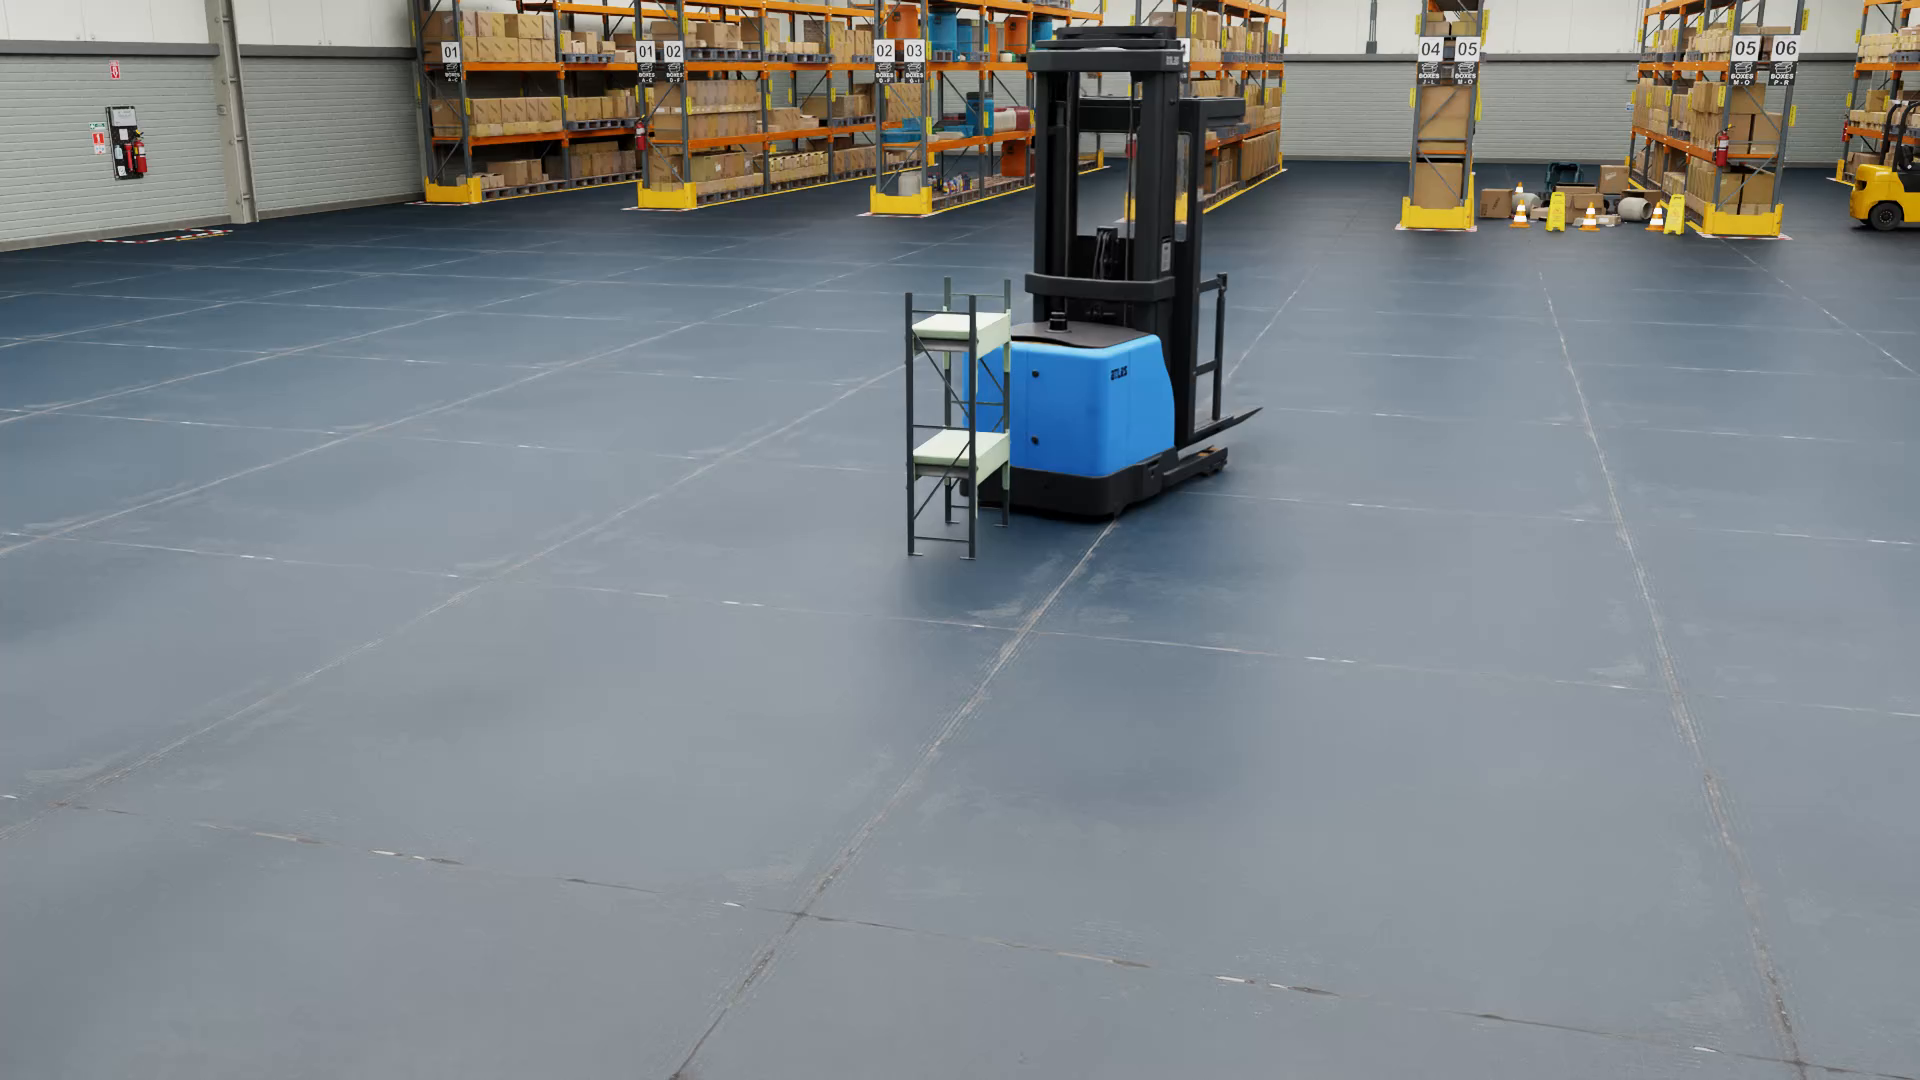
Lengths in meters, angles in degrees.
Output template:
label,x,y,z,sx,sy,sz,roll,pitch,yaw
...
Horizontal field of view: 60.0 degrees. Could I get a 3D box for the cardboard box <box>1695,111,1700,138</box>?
label,x,y,z,sx,sy,sz,roll,pitch,yaw
cardboard box,13.761,-7.600,30.400,0.500,0.500,0.500,5,16,16

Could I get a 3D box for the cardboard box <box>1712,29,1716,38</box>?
label,x,y,z,sx,sy,sz,roll,pitch,yaw
cardboard box,13.620,-9.010,29.602,0.380,0.149,0.250,4,16,14

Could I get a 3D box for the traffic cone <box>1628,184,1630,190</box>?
label,x,y,z,sx,sy,sz,roll,pitch,yaw
traffic cone,13.284,-6.848,33.126,0.336,0.463,0.334,5,16,16

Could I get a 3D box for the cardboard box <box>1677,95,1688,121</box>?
label,x,y,z,sx,sy,sz,roll,pitch,yaw
cardboard box,14.775,-8.699,33.505,0.500,0.500,0.500,5,17,17

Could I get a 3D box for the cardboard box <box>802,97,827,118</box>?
label,x,y,z,sx,sy,sz,roll,pitch,yaw
cardboard box,-3.517,-10.644,40.905,0.700,0.500,0.500,-1,16,-3

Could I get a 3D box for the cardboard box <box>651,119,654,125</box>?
label,x,y,z,sx,sy,sz,roll,pitch,yaw
cardboard box,-7.942,-10.625,42.217,0.380,0.149,0.250,5,17,17

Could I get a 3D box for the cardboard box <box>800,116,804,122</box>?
label,x,y,z,sx,sy,sz,roll,pitch,yaw
cardboard box,-4.027,-9.958,39.604,0.500,0.311,0.500,4,16,15

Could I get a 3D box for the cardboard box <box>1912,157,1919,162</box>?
label,x,y,z,sx,sy,sz,roll,pitch,yaw
cardboard box,20.422,-8.029,35.262,0.380,0.149,0.250,4,16,15

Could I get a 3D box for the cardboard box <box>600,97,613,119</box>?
label,x,y,z,sx,sy,sz,roll,pitch,yaw
cardboard box,-8.795,-10.412,40.050,0.700,0.500,0.500,5,16,16

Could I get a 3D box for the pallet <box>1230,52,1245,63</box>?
label,x,y,z,sx,sy,sz,roll,pitch,yaw
pallet,5.342,-10.182,35.077,1.213,0.211,1.003,5,16,16

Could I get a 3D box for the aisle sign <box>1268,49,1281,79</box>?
label,x,y,z,sx,sy,sz,roll,pitch,yaw
aisle sign,8.491,-12.790,44.661,0.394,0.787,0.004,5,16,16

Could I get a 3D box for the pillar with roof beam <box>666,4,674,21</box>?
label,x,y,z,sx,sy,sz,roll,pitch,yaw
pillar with roof beam,-3.704,-14.452,44.291,9.100,9.000,0.400,5,16,16

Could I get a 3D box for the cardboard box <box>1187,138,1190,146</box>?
label,x,y,z,sx,sy,sz,roll,pitch,yaw
cardboard box,4.035,-7.357,30.731,0.380,0.149,0.250,5,16,16

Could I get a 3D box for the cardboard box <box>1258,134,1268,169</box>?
label,x,y,z,sx,sy,sz,roll,pitch,yaw
cardboard box,7.310,-9.844,42.161,0.875,0.875,0.875,5,16,16

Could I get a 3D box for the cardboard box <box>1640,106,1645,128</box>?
label,x,y,z,sx,sy,sz,roll,pitch,yaw
cardboard box,16.704,-10.186,40.060,0.500,0.500,0.500,4,16,15

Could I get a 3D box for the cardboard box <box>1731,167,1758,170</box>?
label,x,y,z,sx,sy,sz,roll,pitch,yaw
cardboard box,14.076,-6.433,29.909,0.500,0.500,0.500,6,17,19

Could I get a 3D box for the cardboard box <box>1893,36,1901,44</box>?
label,x,y,z,sx,sy,sz,roll,pitch,yaw
cardboard box,20.802,-11.016,36.637,0.380,0.149,0.250,5,17,17

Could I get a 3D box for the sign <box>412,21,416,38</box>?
label,x,y,z,sx,sy,sz,roll,pitch,yaw
sign,-11.138,-10.428,33.976,0.100,0.325,0.005,5,16,16

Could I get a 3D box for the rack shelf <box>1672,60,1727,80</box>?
label,x,y,z,sx,sy,sz,roll,pitch,yaw
rack shelf,14.842,-9.256,32.787,1.077,0.370,4.000,5,16,16

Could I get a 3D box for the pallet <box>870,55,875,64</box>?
label,x,y,z,sx,sy,sz,roll,pitch,yaw
pallet,-2.703,-12.454,43.088,1.213,0.211,1.003,5,16,16

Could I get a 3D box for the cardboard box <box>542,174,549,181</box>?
label,x,y,z,sx,sy,sz,roll,pitch,yaw
cardboard box,-9.598,-8.263,37.850,0.380,0.166,0.250,2,16,9

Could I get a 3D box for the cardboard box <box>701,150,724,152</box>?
label,x,y,z,sx,sy,sz,roll,pitch,yaw
cardboard box,-5.291,-8.185,36.085,0.500,0.500,0.500,5,16,16

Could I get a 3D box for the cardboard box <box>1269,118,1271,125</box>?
label,x,y,z,sx,sy,sz,roll,pitch,yaw
cardboard box,7.743,-10.702,42.523,0.380,0.149,0.250,4,16,15

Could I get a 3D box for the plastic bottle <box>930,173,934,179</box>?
label,x,y,z,sx,sy,sz,roll,pitch,yaw
plastic bottle,-0.603,-7.547,34.987,0.144,0.351,0.185,5,17,17

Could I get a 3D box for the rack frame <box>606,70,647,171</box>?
label,x,y,z,sx,sy,sz,roll,pitch,yaw
rack frame,-8.338,-10.603,41.715,1.000,3.000,0.127,5,16,16

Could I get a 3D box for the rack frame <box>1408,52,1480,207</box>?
label,x,y,z,sx,sy,sz,roll,pitch,yaw
rack frame,8.363,-6.947,28.824,1.000,3.000,0.127,5,16,16

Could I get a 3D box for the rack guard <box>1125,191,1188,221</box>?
label,x,y,z,sx,sy,sz,roll,pitch,yaw
rack guard,3.657,-6.175,30.685,1.175,0.500,0.348,5,16,16

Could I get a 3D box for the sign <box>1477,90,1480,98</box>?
label,x,y,z,sx,sy,sz,roll,pitch,yaw
sign,11.169,-9.555,35.896,0.100,0.325,0.005,5,16,16

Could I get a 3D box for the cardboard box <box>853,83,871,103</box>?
label,x,y,z,sx,sy,sz,roll,pitch,yaw
cardboard box,-2.555,-11.948,44.441,0.500,0.500,0.500,5,17,16

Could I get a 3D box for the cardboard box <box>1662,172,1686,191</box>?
label,x,y,z,sx,sy,sz,roll,pitch,yaw
cardboard box,15.241,-7.473,34.726,0.950,0.372,0.625,3,16,12

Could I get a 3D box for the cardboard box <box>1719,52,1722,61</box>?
label,x,y,z,sx,sy,sz,roll,pitch,yaw
cardboard box,13.361,-8.359,28.768,0.380,0.149,0.250,4,16,14

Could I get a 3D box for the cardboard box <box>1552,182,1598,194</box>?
label,x,y,z,sx,sy,sz,roll,pitch,yaw
cardboard box,11.467,-6.355,31.063,0.797,0.637,0.503,5,16,16

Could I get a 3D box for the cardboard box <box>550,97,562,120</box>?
label,x,y,z,sx,sy,sz,roll,pitch,yaw
cardboard box,-9.313,-9.707,37.420,0.500,0.500,0.500,5,16,16

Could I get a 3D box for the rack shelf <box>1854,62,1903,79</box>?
label,x,y,z,sx,sy,sz,roll,pitch,yaw
rack shelf,21.876,-10.965,38.813,1.077,0.370,4.000,5,16,16

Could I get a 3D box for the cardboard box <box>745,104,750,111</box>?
label,x,y,z,sx,sy,sz,roll,pitch,yaw
cardboard box,-4.740,-9.313,35.793,0.380,0.149,0.250,4,16,14

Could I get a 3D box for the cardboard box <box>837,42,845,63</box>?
label,x,y,z,sx,sy,sz,roll,pitch,yaw
cardboard box,-3.351,-11.961,40.823,0.910,0.500,0.500,5,16,16

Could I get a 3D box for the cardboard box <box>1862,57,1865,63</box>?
label,x,y,z,sx,sy,sz,roll,pitch,yaw
cardboard box,22.131,-11.648,40.363,0.380,0.149,0.250,5,17,17

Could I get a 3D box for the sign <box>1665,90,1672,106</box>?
label,x,y,z,sx,sy,sz,roll,pitch,yaw
sign,14.878,-9.282,34.934,0.100,0.325,0.005,5,16,16

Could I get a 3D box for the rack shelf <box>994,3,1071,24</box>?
label,x,y,z,sx,sy,sz,roll,pitch,yaw
rack shelf,1.729,-12.706,40.185,1.077,0.370,4.000,5,16,16

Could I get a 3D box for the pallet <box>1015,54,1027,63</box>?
label,x,y,z,sx,sy,sz,roll,pitch,yaw
pallet,1.472,-11.380,39.302,1.003,0.211,1.213,5,16,16

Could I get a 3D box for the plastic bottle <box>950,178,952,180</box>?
label,x,y,z,sx,sy,sz,roll,pitch,yaw
plastic bottle,-0.181,-7.334,34.360,0.061,0.283,0.133,5,16,16

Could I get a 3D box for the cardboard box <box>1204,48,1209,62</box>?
label,x,y,z,sx,sy,sz,roll,pitch,yaw
cardboard box,4.449,-9.236,31.673,0.500,0.250,0.500,5,17,18

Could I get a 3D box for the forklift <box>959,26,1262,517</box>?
label,x,y,z,sx,sy,sz,roll,pitch,yaw
forklift,1.200,-1.901,11.162,1.130,2.935,3.031,10,18,30

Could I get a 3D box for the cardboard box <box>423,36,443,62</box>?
label,x,y,z,sx,sy,sz,roll,pitch,yaw
cardboard box,-10.736,-10.140,34.364,0.500,0.500,0.500,6,17,20

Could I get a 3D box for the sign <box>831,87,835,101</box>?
label,x,y,z,sx,sy,sz,roll,pitch,yaw
sign,-3.054,-10.735,40.058,0.100,0.325,0.005,5,16,16

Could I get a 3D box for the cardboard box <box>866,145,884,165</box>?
label,x,y,z,sx,sy,sz,roll,pitch,yaw
cardboard box,-2.316,-10.124,43.801,0.500,0.500,0.500,5,16,16

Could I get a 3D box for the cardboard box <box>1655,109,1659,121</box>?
label,x,y,z,sx,sy,sz,roll,pitch,yaw
cardboard box,15.720,-9.403,36.842,0.500,0.250,0.500,4,16,14

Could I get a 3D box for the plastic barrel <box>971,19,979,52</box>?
label,x,y,z,sx,sy,sz,roll,pitch,yaw
plastic barrel,0.146,-10.794,35.971,0.600,0.901,0.600,0,16,0

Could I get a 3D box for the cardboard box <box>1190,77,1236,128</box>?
label,x,y,z,sx,sy,sz,roll,pitch,yaw
cardboard box,5.133,-9.092,34.518,1.000,1.000,1.000,5,17,16

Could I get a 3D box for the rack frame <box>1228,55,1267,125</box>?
label,x,y,z,sx,sy,sz,roll,pitch,yaw
rack frame,7.046,-10.497,41.342,1.000,3.000,0.127,5,16,16

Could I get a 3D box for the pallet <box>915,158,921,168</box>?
label,x,y,z,sx,sy,sz,roll,pitch,yaw
pallet,-1.561,-10.743,47.318,1.003,0.211,1.213,5,16,16

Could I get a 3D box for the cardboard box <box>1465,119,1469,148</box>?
label,x,y,z,sx,sy,sz,roll,pitch,yaw
cardboard box,8.839,-7.402,30.154,0.875,0.550,0.550,5,16,16

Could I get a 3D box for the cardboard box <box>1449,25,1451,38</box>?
label,x,y,z,sx,sy,sz,roll,pitch,yaw
cardboard box,8.520,-9.123,29.775,0.500,0.250,0.500,5,16,16

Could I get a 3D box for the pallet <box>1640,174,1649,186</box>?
label,x,y,z,sx,sy,sz,roll,pitch,yaw
pallet,16.839,-8.580,39.693,1.003,0.211,1.213,5,16,16

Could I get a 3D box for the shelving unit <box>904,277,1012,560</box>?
label,x,y,z,sx,sy,sz,roll,pitch,yaw
shelving unit,-0.002,-0.720,9.619,0.431,1.500,0.755,5,16,16

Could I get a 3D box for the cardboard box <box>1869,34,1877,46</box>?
label,x,y,z,sx,sy,sz,roll,pitch,yaw
cardboard box,21.785,-11.785,39.199,0.500,0.250,0.500,4,16,15

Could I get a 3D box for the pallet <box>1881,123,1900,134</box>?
label,x,y,z,sx,sy,sz,roll,pitch,yaw
pallet,20.976,-9.052,36.598,1.003,0.211,1.213,5,16,16
